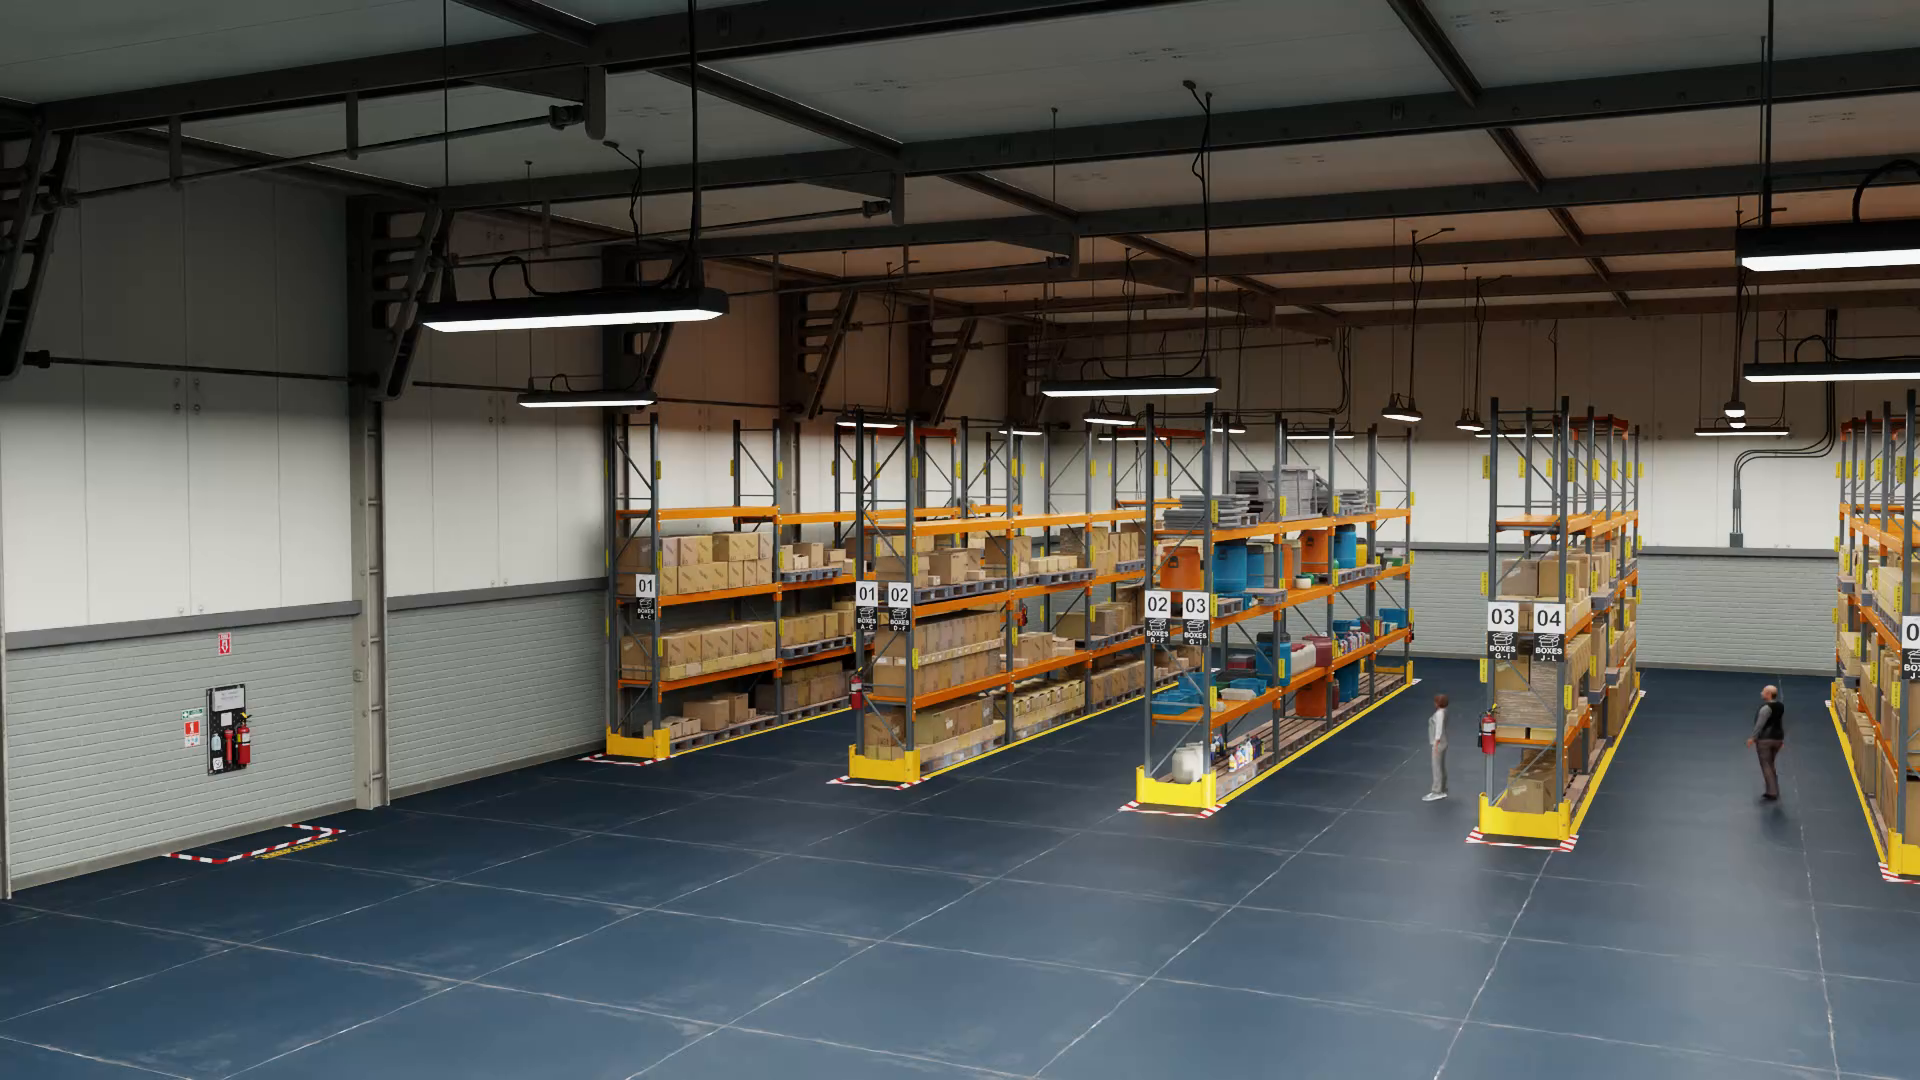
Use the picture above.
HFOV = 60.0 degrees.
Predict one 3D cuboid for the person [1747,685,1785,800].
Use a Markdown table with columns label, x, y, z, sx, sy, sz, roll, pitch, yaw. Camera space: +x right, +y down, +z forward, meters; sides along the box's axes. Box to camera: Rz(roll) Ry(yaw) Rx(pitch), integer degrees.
| label | x | y | z | sx | sy | sz | roll | pitch | yaw |
| --- | --- | --- | --- | --- | --- | --- | --- | --- | --- |
| person | 12.295 | 3.103 | 25.303 | 0.574 | 1.789 | 0.550 | -1 | 2 | -15 |

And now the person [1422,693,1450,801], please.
| label | x | y | z | sx | sy | sz | roll | pitch | yaw |
| --- | --- | --- | --- | --- | --- | --- | --- | --- | --- |
| person | 7.256 | 3.139 | 25.320 | 0.374 | 1.610 | 0.491 | 1 | 3 | 21 |
